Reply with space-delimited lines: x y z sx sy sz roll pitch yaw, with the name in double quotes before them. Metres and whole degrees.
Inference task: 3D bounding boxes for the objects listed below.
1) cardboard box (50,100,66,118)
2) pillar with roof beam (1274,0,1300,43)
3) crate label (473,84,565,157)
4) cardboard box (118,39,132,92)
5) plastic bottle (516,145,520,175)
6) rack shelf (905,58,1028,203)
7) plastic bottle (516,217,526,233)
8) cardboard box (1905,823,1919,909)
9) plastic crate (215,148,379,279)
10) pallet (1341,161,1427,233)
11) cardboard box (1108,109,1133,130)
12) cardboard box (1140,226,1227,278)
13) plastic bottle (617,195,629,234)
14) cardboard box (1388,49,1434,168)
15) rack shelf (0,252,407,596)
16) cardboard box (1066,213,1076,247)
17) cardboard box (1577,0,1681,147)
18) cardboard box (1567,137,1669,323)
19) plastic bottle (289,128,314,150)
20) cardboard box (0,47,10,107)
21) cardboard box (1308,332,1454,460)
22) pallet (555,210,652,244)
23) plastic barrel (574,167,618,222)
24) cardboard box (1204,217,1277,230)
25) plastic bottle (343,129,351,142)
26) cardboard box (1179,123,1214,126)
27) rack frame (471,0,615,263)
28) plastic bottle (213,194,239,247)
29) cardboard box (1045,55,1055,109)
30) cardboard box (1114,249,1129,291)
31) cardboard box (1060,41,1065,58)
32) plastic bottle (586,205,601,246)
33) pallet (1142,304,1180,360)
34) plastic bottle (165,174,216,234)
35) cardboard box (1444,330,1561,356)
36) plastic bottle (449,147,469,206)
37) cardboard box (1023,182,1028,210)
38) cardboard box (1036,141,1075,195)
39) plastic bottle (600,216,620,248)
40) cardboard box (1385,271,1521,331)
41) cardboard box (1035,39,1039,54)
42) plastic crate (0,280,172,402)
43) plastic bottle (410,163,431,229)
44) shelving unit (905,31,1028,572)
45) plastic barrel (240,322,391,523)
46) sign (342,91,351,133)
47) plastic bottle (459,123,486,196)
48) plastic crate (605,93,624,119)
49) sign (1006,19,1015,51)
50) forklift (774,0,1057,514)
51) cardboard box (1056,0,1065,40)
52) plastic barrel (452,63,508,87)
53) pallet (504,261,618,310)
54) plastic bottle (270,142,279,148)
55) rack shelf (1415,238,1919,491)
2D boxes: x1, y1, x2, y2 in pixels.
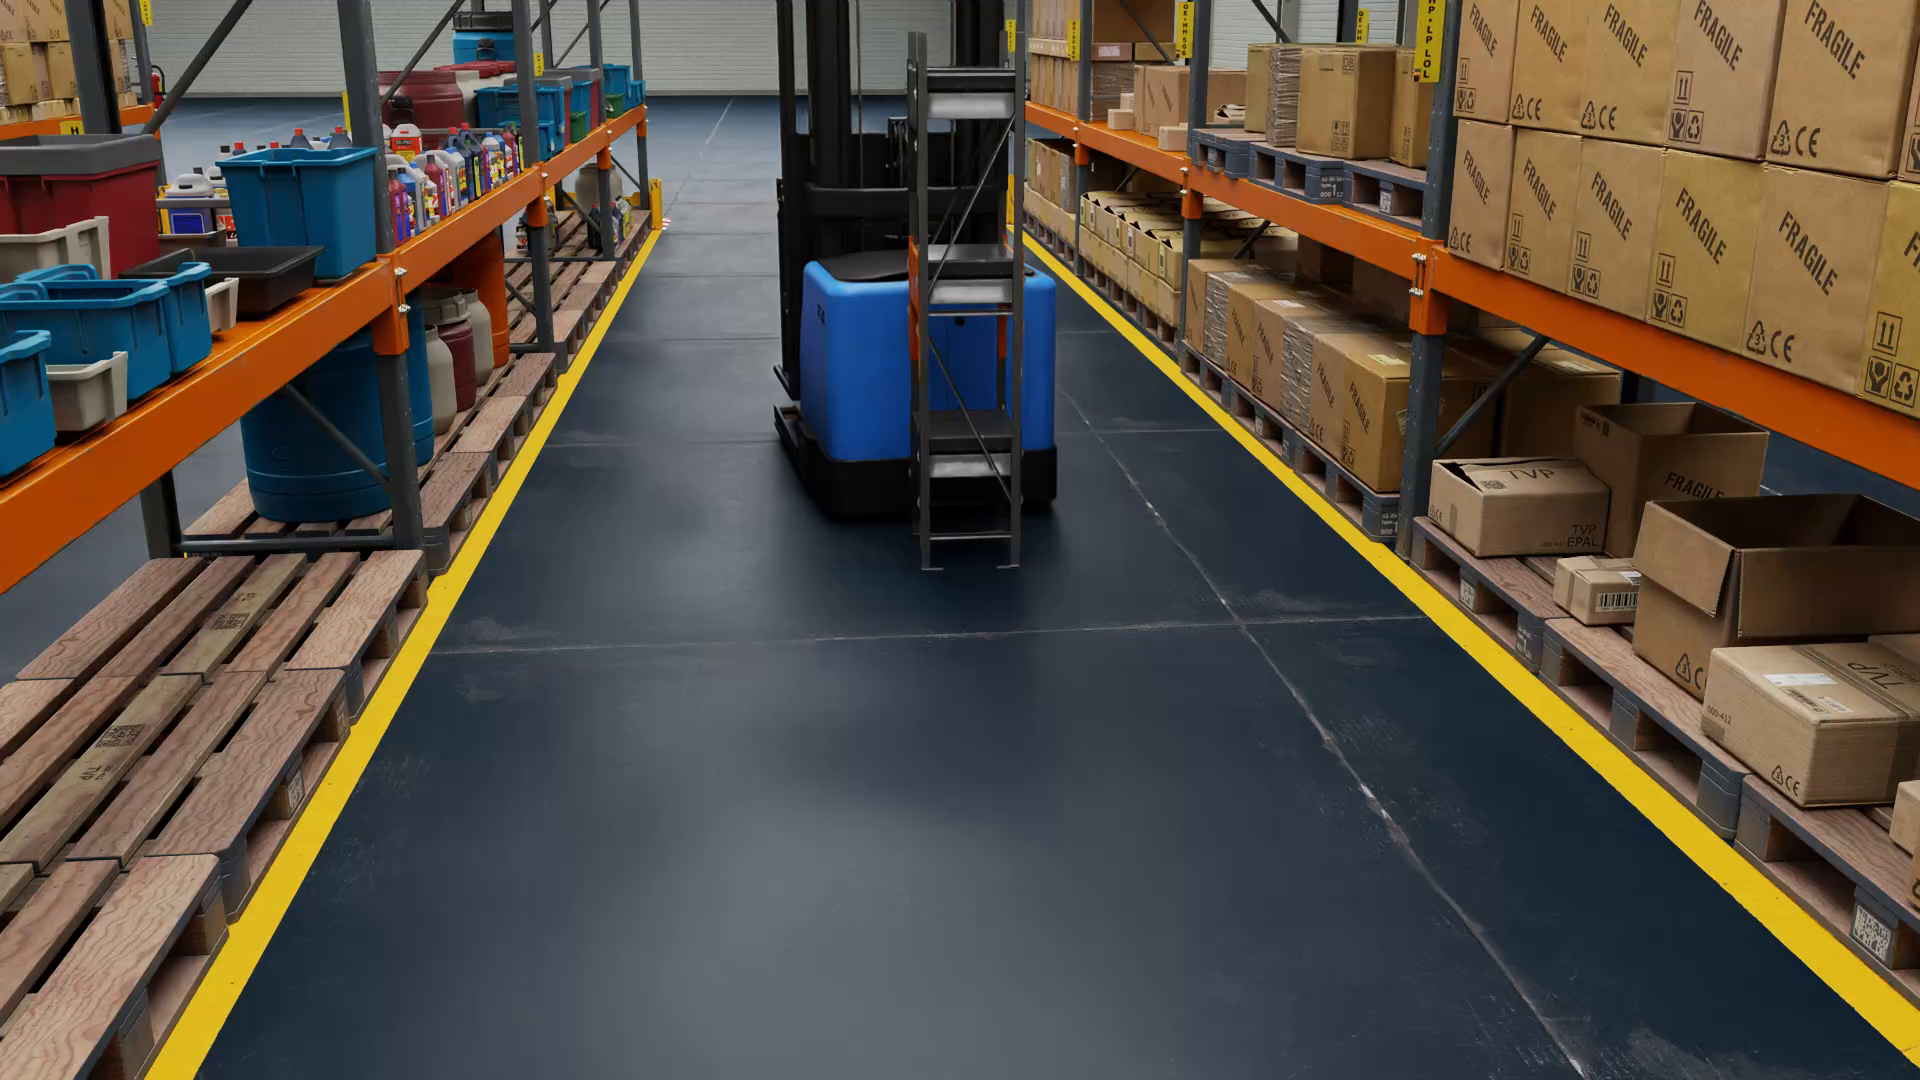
"cardboard box" -8.240 -3.847 14.844 0.380 0.149 0.250 -2 18 -6
"pillar with roof beam" 1.432 -11.221 27.895 9.100 9.000 0.400 -2 18 -6
"crate label" -2.844 -2.730 10.806 0.502 0.435 0.616 -2 18 -6
"cardboard box" -8.732 -4.664 16.362 0.875 0.500 0.500 -2 18 -6
"plastic bottle" -2.550 -2.172 9.418 0.097 0.201 0.097 0 17 0
"rack shelf" 0.017 -1.607 6.500 0.431 0.518 0.480 -2 18 -6
"plastic bottle" -3.800 -2.648 14.403 0.061 0.283 0.133 -1 17 -3
"cardboard box" 2.441 0.651 3.534 0.500 0.500 0.500 -2 18 -6
"plastic crate" -2.210 -1.109 5.630 0.392 0.384 0.575 -2 18 -6
"pallet" 2.356 -1.519 7.327 1.003 0.211 1.213 -2 18 -6
"cardboard box" 1.393 -3.362 13.298 0.380 0.149 0.250 -2 18 -6
"cardboard box" 1.558 -2.020 11.556 0.500 0.311 0.500 -2 18 -6
"plastic bottle" -3.176 -3.038 15.535 0.144 0.351 0.185 -1 17 -3
"cardboard box" 2.369 -1.968 7.570 0.700 0.500 0.500 1 17 3
"rack shelf" -2.391 -0.278 4.255 1.077 0.370 4.000 -2 18 -6
"cardboard box" 1.239 -2.772 14.889 0.500 0.250 0.500 -2 18 -6
"cardboard box" 2.205 -1.438 4.913 0.500 0.500 0.500 -2 18 -7
"cardboard box" 2.217 -0.955 5.044 0.500 0.500 0.500 -2 18 -6
"plastic bottle" -3.131 -1.785 7.939 0.144 0.351 0.185 -2 18 -6
"cardboard box" -8.334 -3.773 13.524 0.875 0.500 0.500 -2 18 -6
"cardboard box" 1.951 -0.672 7.748 0.500 0.500 0.500 -2 18 -5
"pallet" -3.702 -3.198 17.012 1.003 0.211 1.213 -2 18 -6
"plastic barrel" -3.640 -3.463 16.651 0.421 0.512 0.421 0 17 0
"cardboard box" 2.042 -2.190 12.098 0.500 0.311 0.500 -2 18 -7
"plastic bottle" -3.271 -2.035 8.846 0.061 0.283 0.133 -2 18 -6
"cardboard box" 1.730 -2.819 11.568 0.380 0.149 0.250 0 17 -2
"rack frame" -3.423 -3.600 13.638 1.000 3.000 0.127 -2 18 -6
"plastic bottle" -2.838 -1.239 6.448 0.097 0.201 0.097 0 17 0
"cardboard box" 1.232 -4.548 16.489 0.700 0.500 0.500 -2 18 -5
"cardboard box" 1.459 -2.055 12.604 0.500 0.250 0.500 -1 17 -5
"cardboard box" 1.134 -4.562 15.452 0.380 0.149 0.250 -1 17 -4
"plastic bottle" -3.237 -2.795 14.761 0.144 0.351 0.185 -2 18 -6
"pallet" 1.871 -1.477 11.528 1.003 0.211 1.213 -2 18 -6
"plastic bottle" -2.960 -1.265 6.407 0.152 0.276 0.135 -2 18 -6
"cardboard box" 2.456 -0.696 7.826 0.500 0.500 0.500 -2 17 -5
"plastic bottle" -2.381 -1.715 7.846 0.097 0.271 0.097 0 17 0
"cardboard box" 0.926 -3.666 17.736 0.500 0.250 0.500 -2 18 -6
"cardboard box" 1.044 -3.726 16.676 0.500 0.500 0.500 -2 18 -6
"plastic bottle" -3.080 -2.715 14.629 0.152 0.276 0.135 -1 17 -4
"cardboard box" 2.419 -1.194 8.158 0.500 0.250 0.500 -2 18 -6
"cardboard box" 0.973 -5.025 16.925 0.380 0.149 0.250 -2 18 -5
"plastic crate" -2.019 -0.450 3.782 0.416 0.233 0.300 -2 18 -6
"plastic bottle" -2.289 -1.450 7.002 0.097 0.271 0.097 0 17 0
"shelving unit" 0.017 -0.952 6.705 0.431 2.100 0.503 -2 18 -6
"plastic barrel" -2.637 -0.579 6.815 0.600 0.901 0.708 -2 18 -6
"sign" -3.557 -2.468 9.756 0.100 0.325 0.005 -2 18 -6
"plastic bottle" -2.451 -1.889 8.267 0.144 0.351 0.185 -2 18 -6
"plastic crate" -3.282 -3.913 14.985 0.450 0.188 0.662 -2 18 -6
"sign" 0.539 -5.380 17.727 0.100 0.325 0.005 -2 18 -6
"forklift" -0.382 -1.914 8.380 1.130 2.935 3.031 -4 18 -12
"cardboard box" 1.297 -5.000 15.762 0.700 0.500 0.500 -2 18 -6
"plastic barrel" -3.466 -3.155 11.992 0.433 0.535 0.433 0 17 0
"pallet" -3.303 -2.037 13.314 1.003 0.211 1.213 -2 18 -6
"plastic bottle" -2.894 -1.517 7.083 0.144 0.351 0.185 -2 18 -6
"rack shelf" 2.536 -0.430 4.739 1.077 0.370 4.000 -2 18 -6
